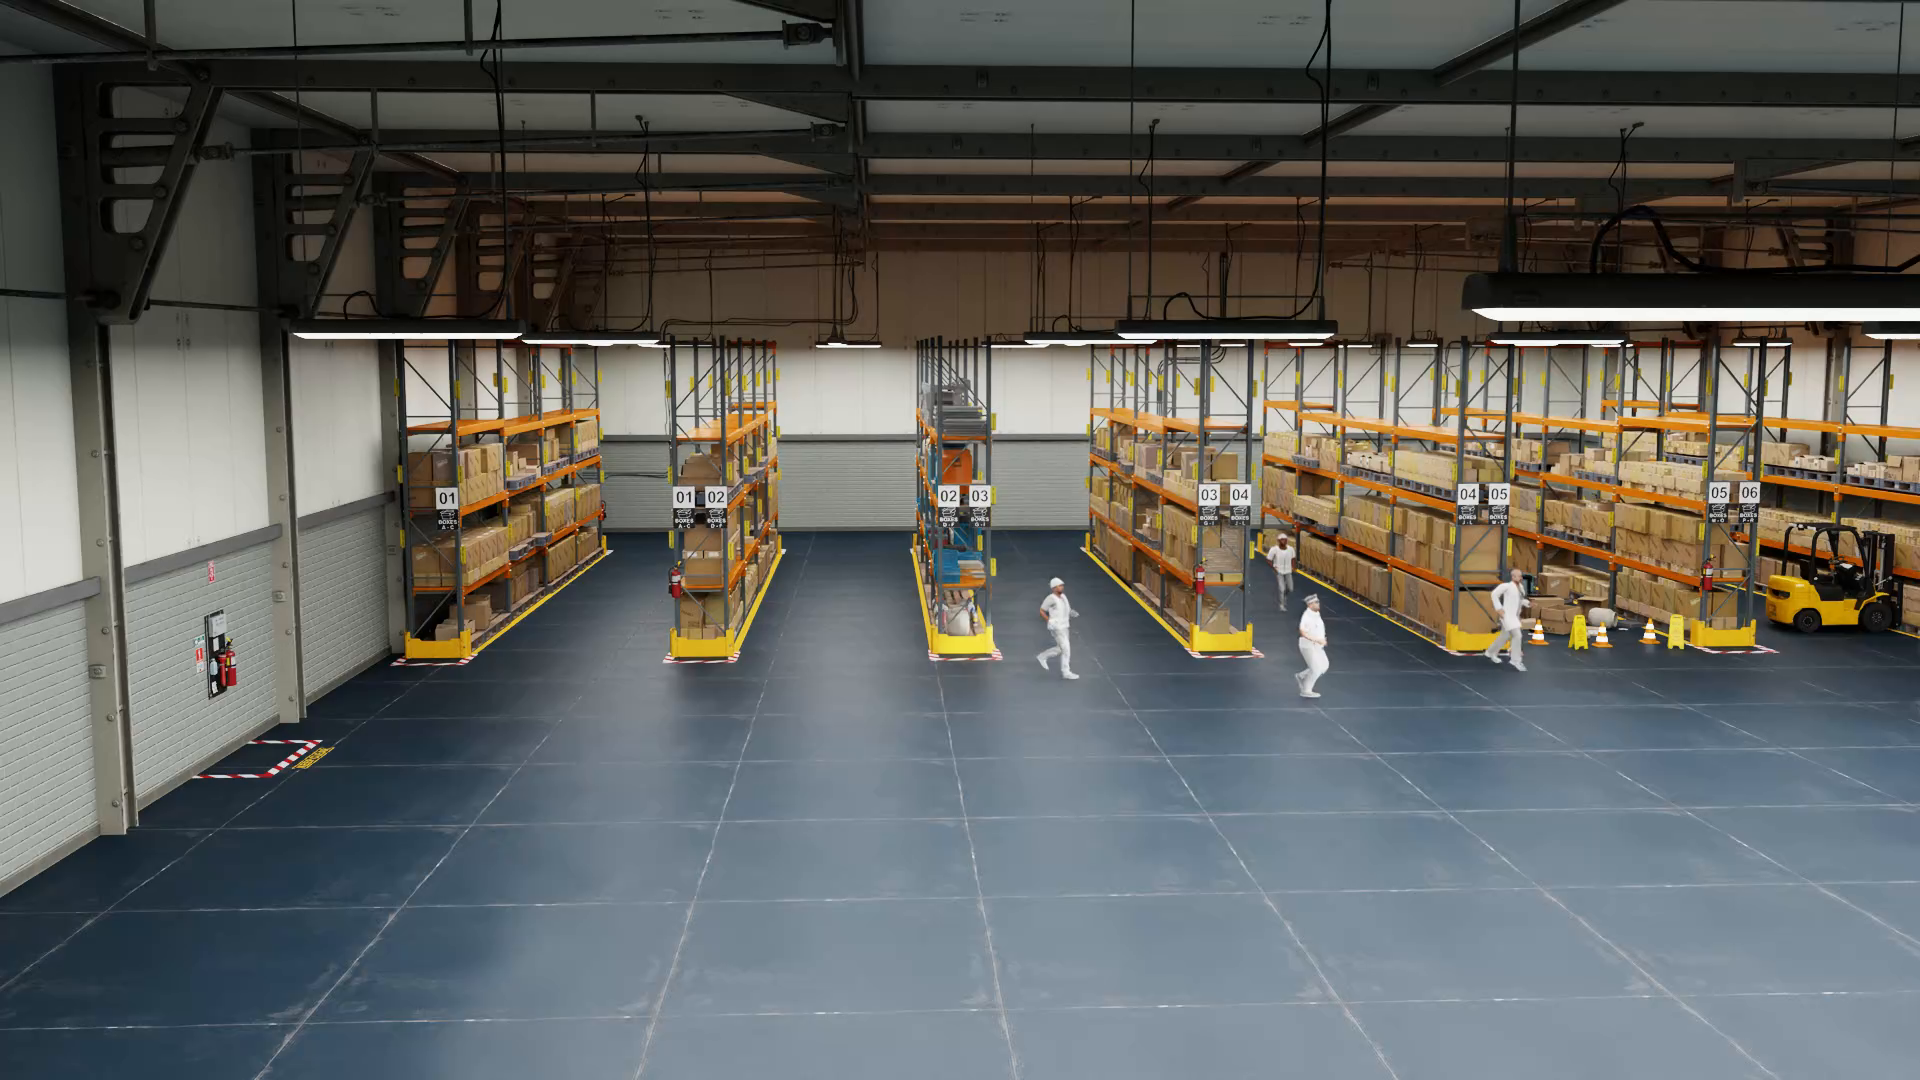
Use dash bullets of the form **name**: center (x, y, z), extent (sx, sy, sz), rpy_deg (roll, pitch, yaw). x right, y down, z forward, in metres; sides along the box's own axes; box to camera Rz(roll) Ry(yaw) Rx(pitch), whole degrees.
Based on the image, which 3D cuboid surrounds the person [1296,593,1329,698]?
- **person**: center (5.825, 1.742, 27.493), extent (0.596, 1.730, 0.640), rpy_deg (3, 7, 26)

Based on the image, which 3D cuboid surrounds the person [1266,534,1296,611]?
- **person**: center (7.096, 0.710, 36.610), extent (0.679, 1.721, 0.576), rpy_deg (-1, 7, -8)

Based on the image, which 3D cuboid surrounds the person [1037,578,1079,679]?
- **person**: center (1.705, 1.544, 29.156), extent (0.893, 1.757, 0.698), rpy_deg (4, 8, 30)

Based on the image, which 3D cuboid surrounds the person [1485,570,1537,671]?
- **person**: center (9.957, 1.432, 30.133), extent (0.972, 1.824, 0.642), rpy_deg (6, 9, 43)
